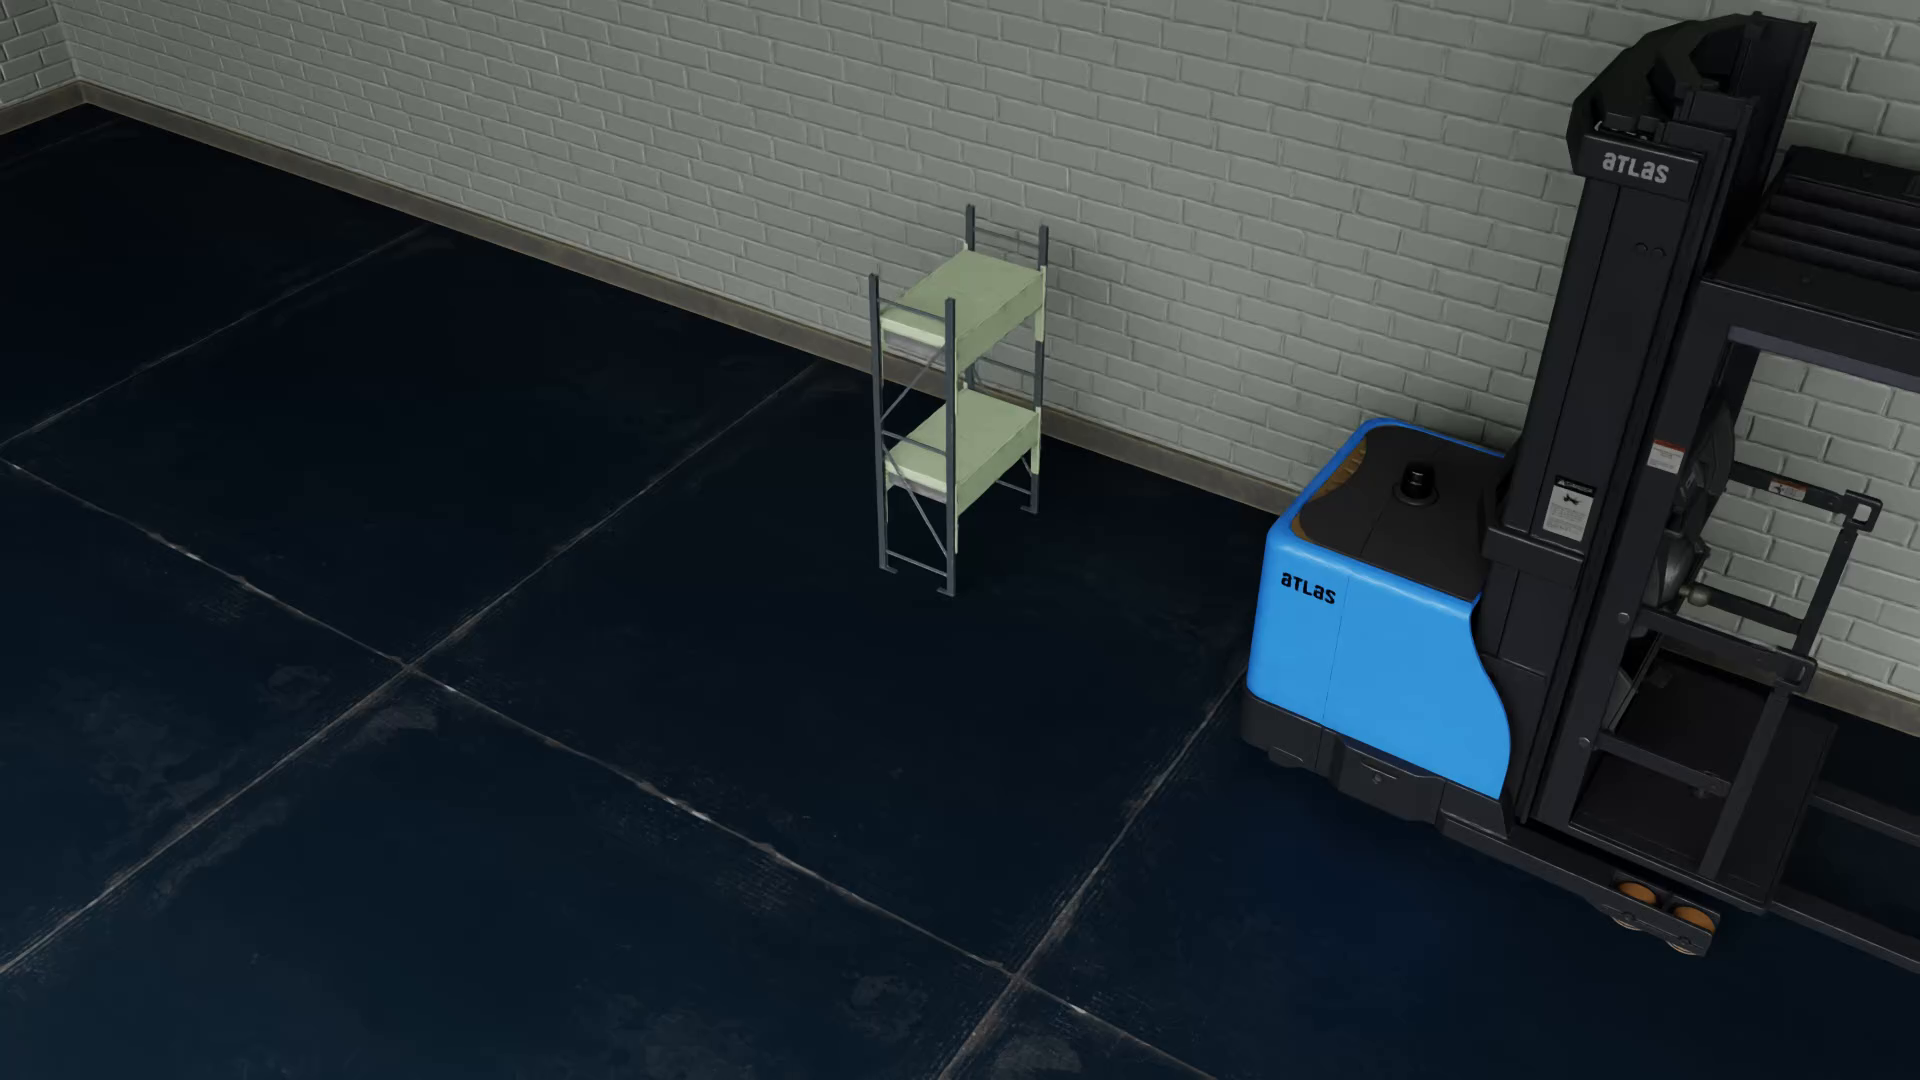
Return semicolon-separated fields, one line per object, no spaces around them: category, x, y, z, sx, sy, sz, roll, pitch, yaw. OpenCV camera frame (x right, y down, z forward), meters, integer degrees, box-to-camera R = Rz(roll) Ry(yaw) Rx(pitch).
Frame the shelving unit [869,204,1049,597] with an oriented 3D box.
shelving unit;0.004;-0.597;7.297;0.431;1.500;0.755;21;42;25

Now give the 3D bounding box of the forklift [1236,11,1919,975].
forklift;2.610;-0.075;5.446;3.031;2.935;1.130;23;43;26

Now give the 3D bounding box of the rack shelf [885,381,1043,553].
rack shelf;0.004;-0.339;7.496;0.431;0.370;0.720;21;42;25

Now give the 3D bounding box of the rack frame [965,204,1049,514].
rack frame;0.200;-0.786;7.541;0.400;1.500;0.023;21;42;25

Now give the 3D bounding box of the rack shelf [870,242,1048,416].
rack shelf;0.004;-0.907;7.058;0.431;0.370;0.720;21;42;25

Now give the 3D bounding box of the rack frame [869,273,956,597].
rack frame;-0.193;-0.409;7.052;0.400;1.500;0.023;21;42;25
